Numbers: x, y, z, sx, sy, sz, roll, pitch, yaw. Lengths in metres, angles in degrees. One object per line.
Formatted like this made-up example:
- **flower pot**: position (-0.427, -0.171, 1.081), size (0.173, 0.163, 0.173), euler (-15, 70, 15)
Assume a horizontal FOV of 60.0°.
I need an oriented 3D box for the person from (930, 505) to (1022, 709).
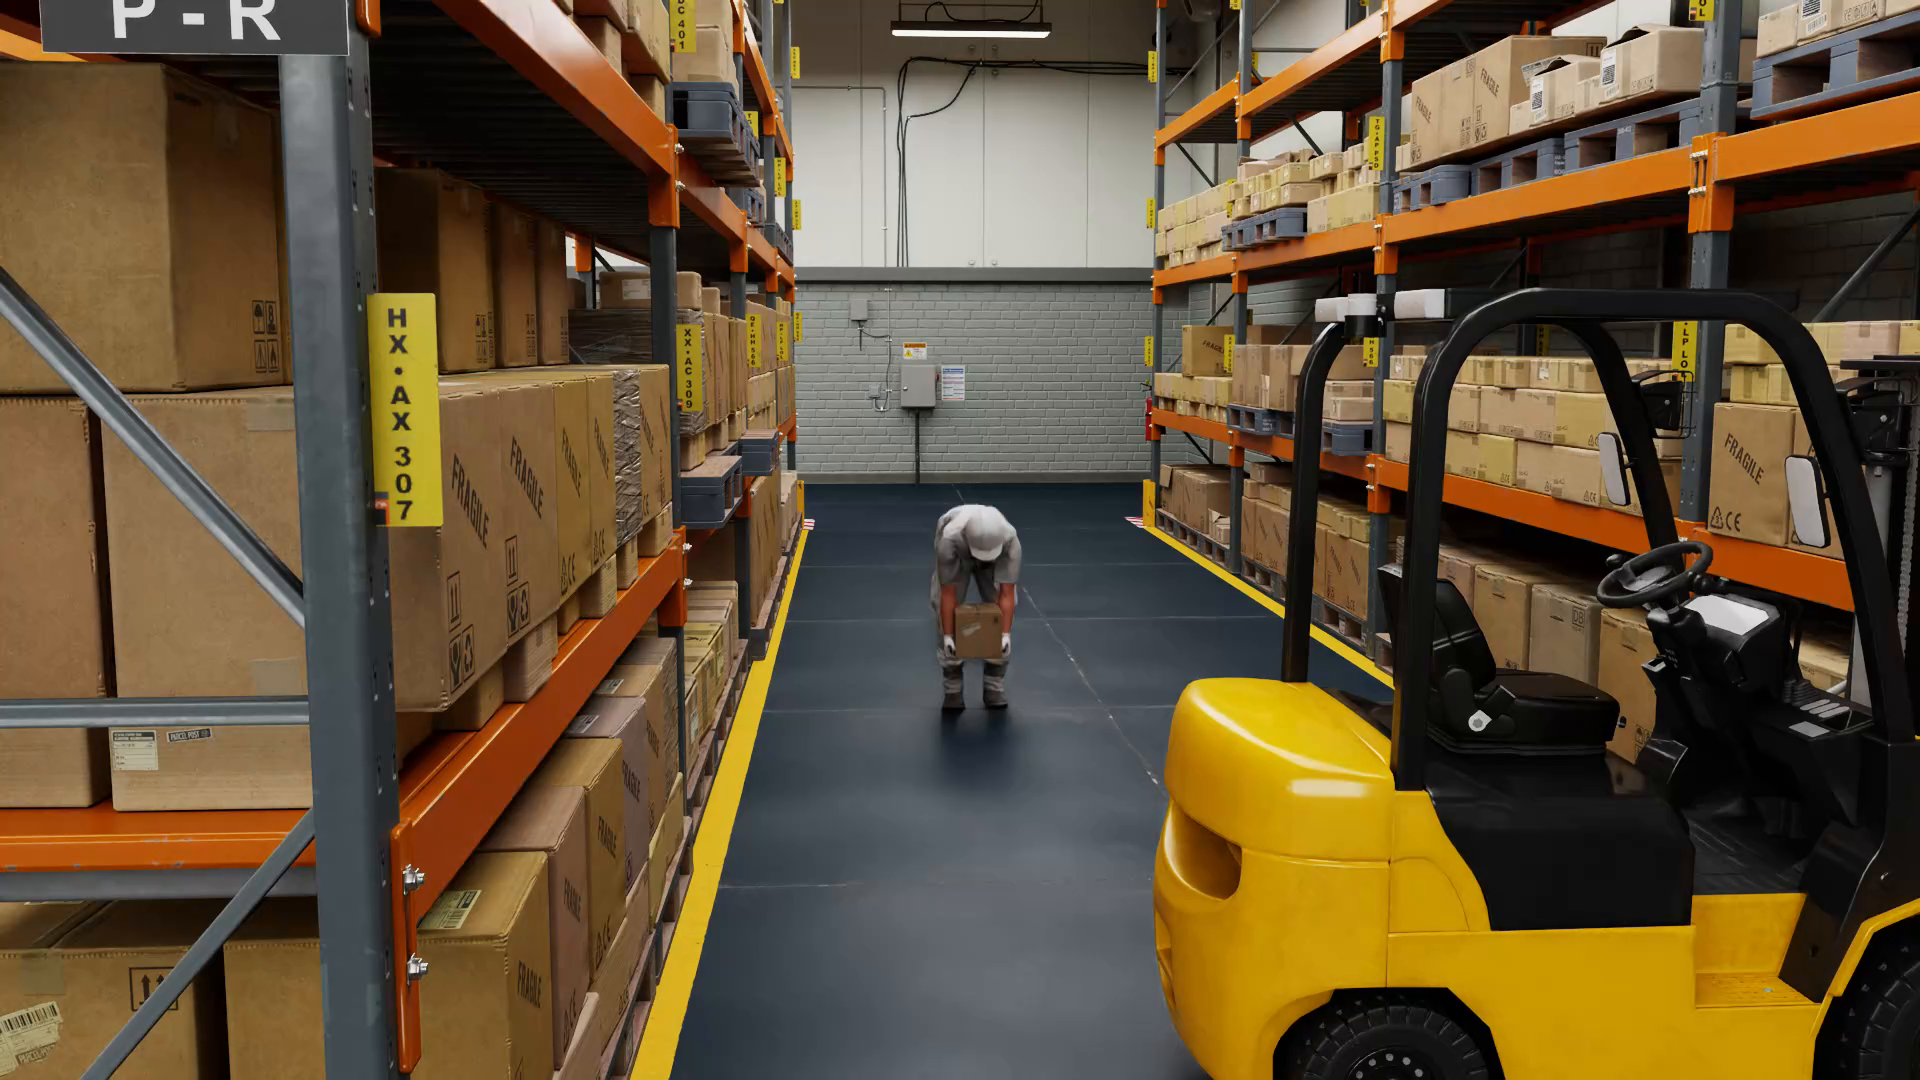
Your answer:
- **person**: position (0.096, 0.374, 9.111), size (0.492, 1.166, 0.958), euler (-1, 7, -6)
